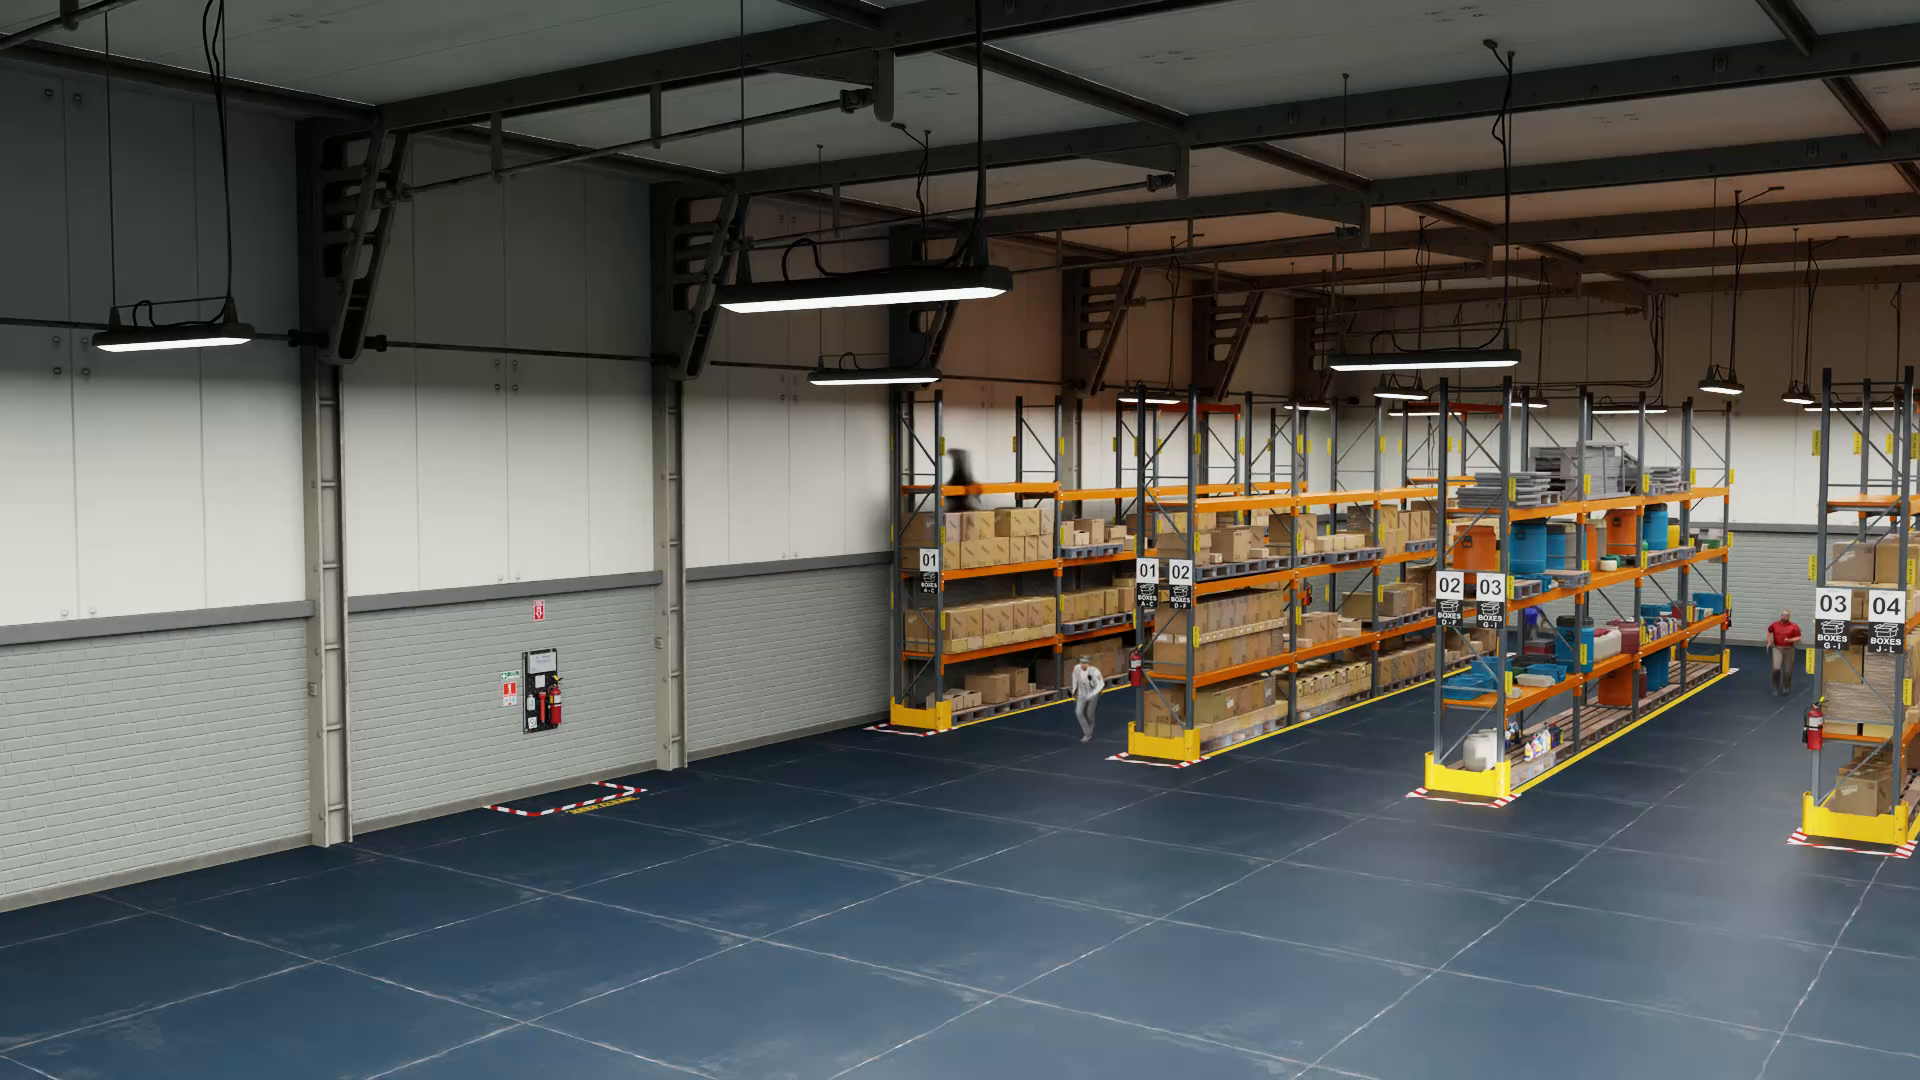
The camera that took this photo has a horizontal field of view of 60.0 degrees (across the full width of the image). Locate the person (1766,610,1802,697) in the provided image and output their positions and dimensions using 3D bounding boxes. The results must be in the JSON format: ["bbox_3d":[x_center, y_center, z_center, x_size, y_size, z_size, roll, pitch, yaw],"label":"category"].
[{"bbox_3d":[16.481,2.283,33.280,0.628,1.763,0.727,2,4,25],"label":"person"}]

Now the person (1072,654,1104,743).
[{"bbox_3d":[2.219,2.671,28.413,0.607,1.532,1.007,1,3,18],"label":"person"}]

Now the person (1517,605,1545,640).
[{"bbox_3d":[12.833,2.069,37.435,0.550,1.715,0.848,2,4,29],"label":"person"}]
